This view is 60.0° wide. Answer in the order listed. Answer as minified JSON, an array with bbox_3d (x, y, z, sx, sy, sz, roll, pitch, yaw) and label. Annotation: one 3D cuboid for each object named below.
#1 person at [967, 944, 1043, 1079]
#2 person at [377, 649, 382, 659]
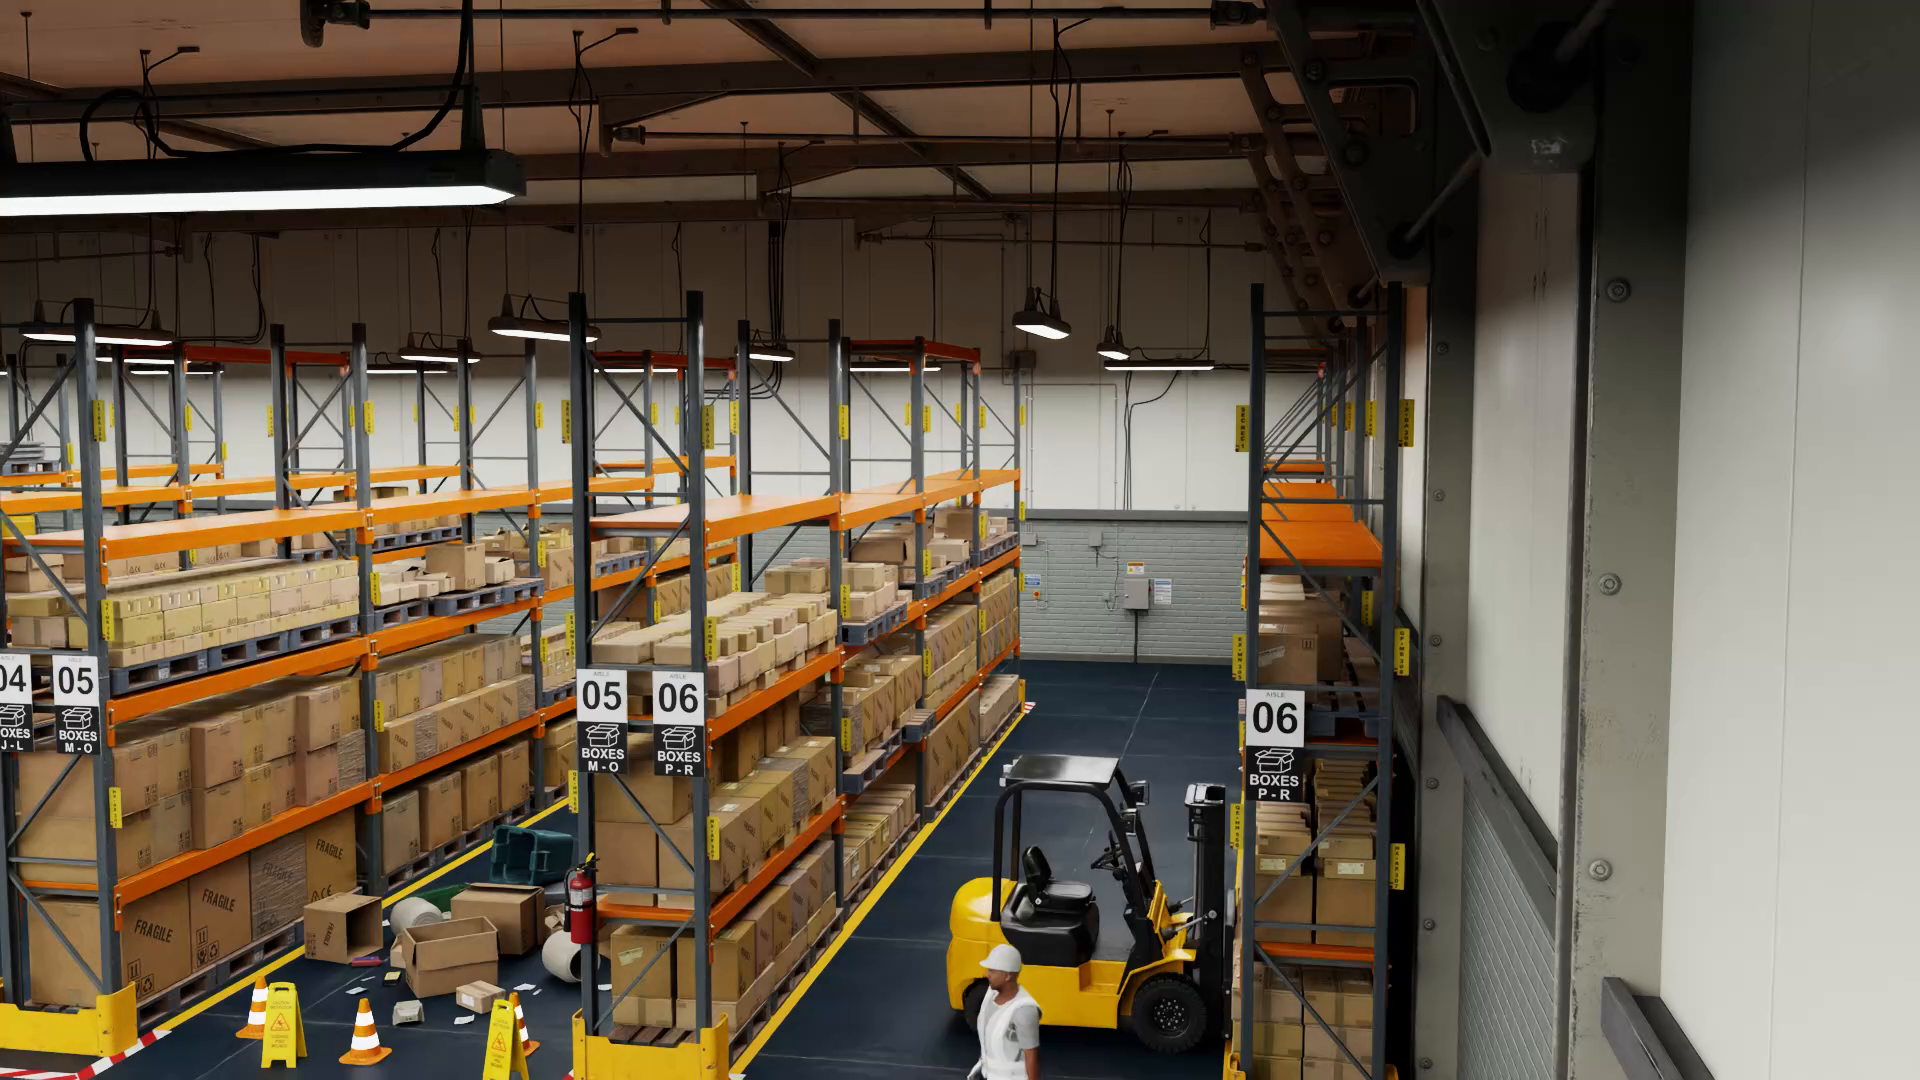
[{"bbox_3d":[0.332,3.429,10.558,0.826,1.772,0.545,-2,5,-20],"label":"person"},{"bbox_3d":[-8.429,2.398,23.899,0.499,1.673,0.448,2,5,28],"label":"person"}]
